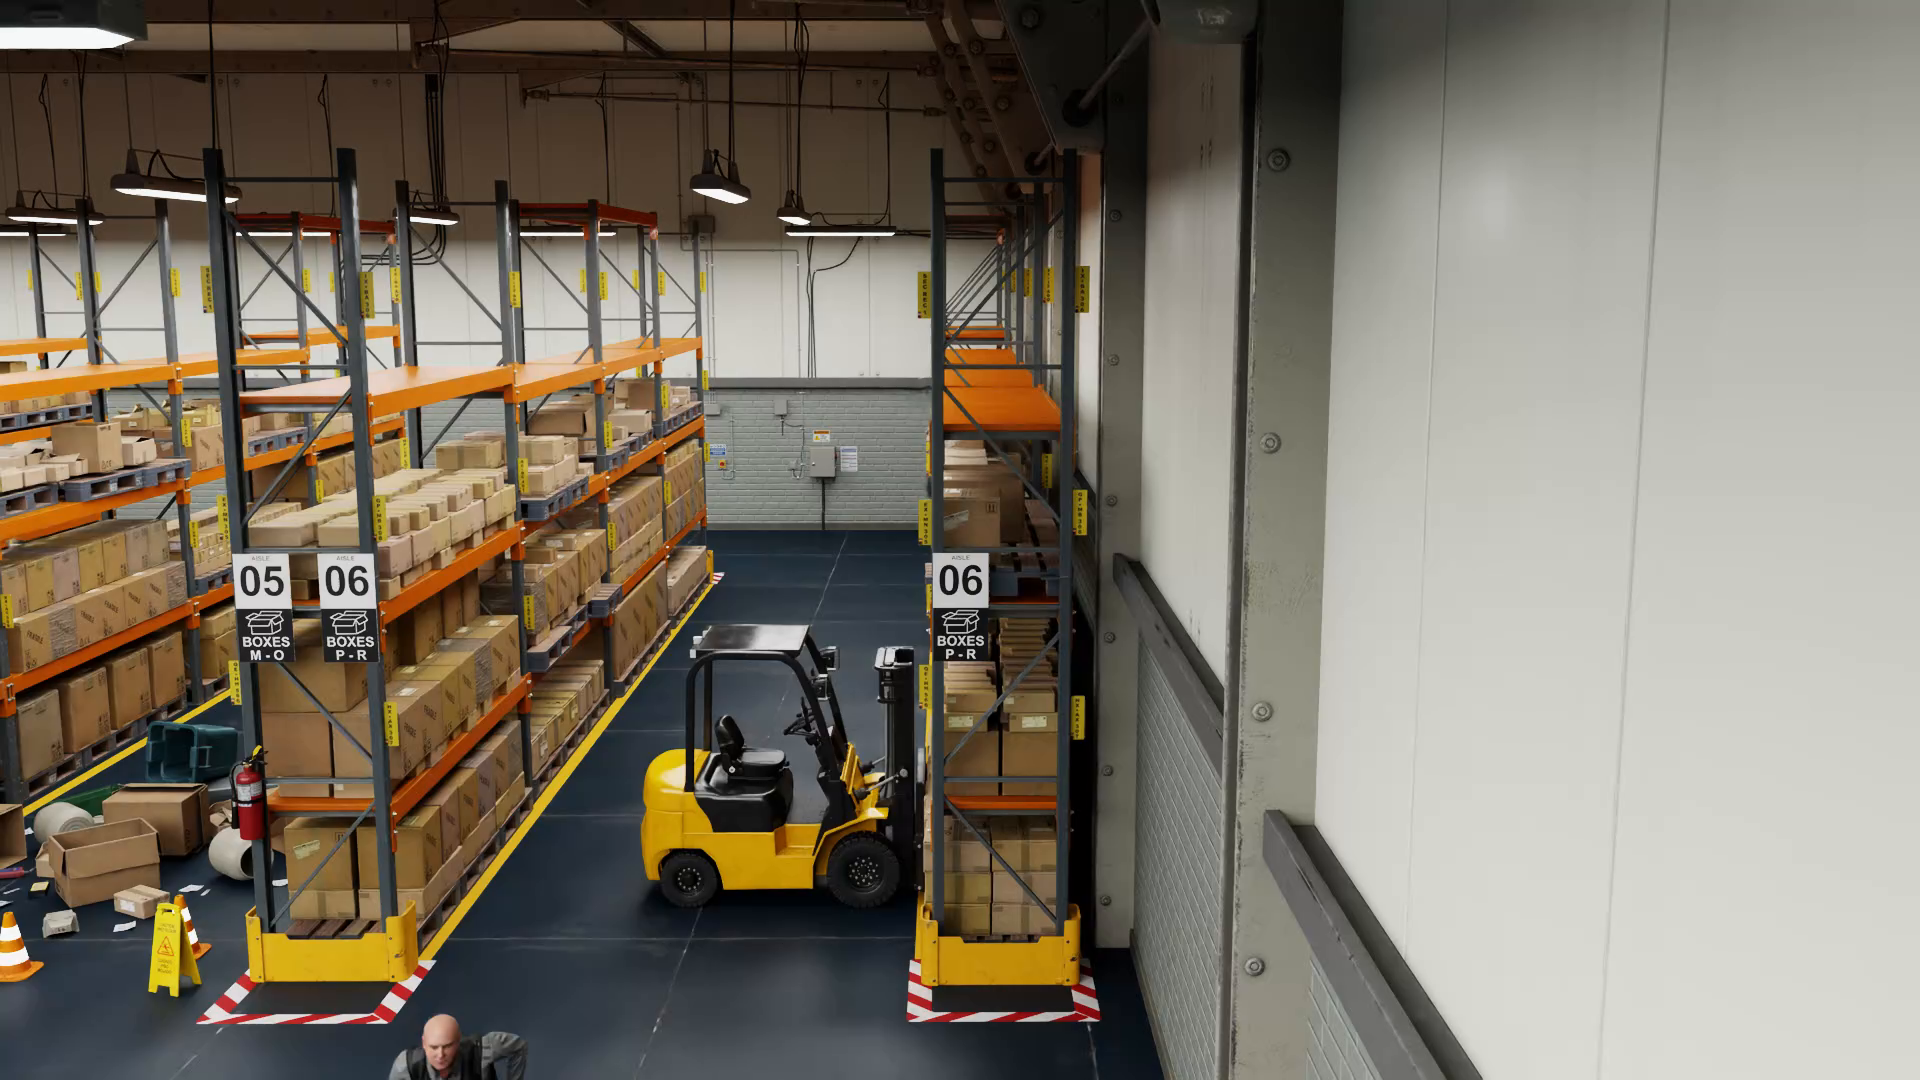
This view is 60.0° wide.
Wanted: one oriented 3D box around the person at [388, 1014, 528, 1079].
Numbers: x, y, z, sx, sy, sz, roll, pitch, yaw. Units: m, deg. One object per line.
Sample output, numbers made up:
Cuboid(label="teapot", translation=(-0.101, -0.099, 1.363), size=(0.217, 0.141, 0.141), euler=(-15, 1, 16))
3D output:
Cuboid(label="person", translation=(-2.538, 3.054, 8.461), size=(0.700, 1.684, 0.991), euler=(-2, 9, -12))

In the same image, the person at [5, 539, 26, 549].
Cuboid(label="person", translation=(-12.759, 0.772, 22.651), size=(0.633, 1.671, 0.784), euler=(-1, 9, -4))
